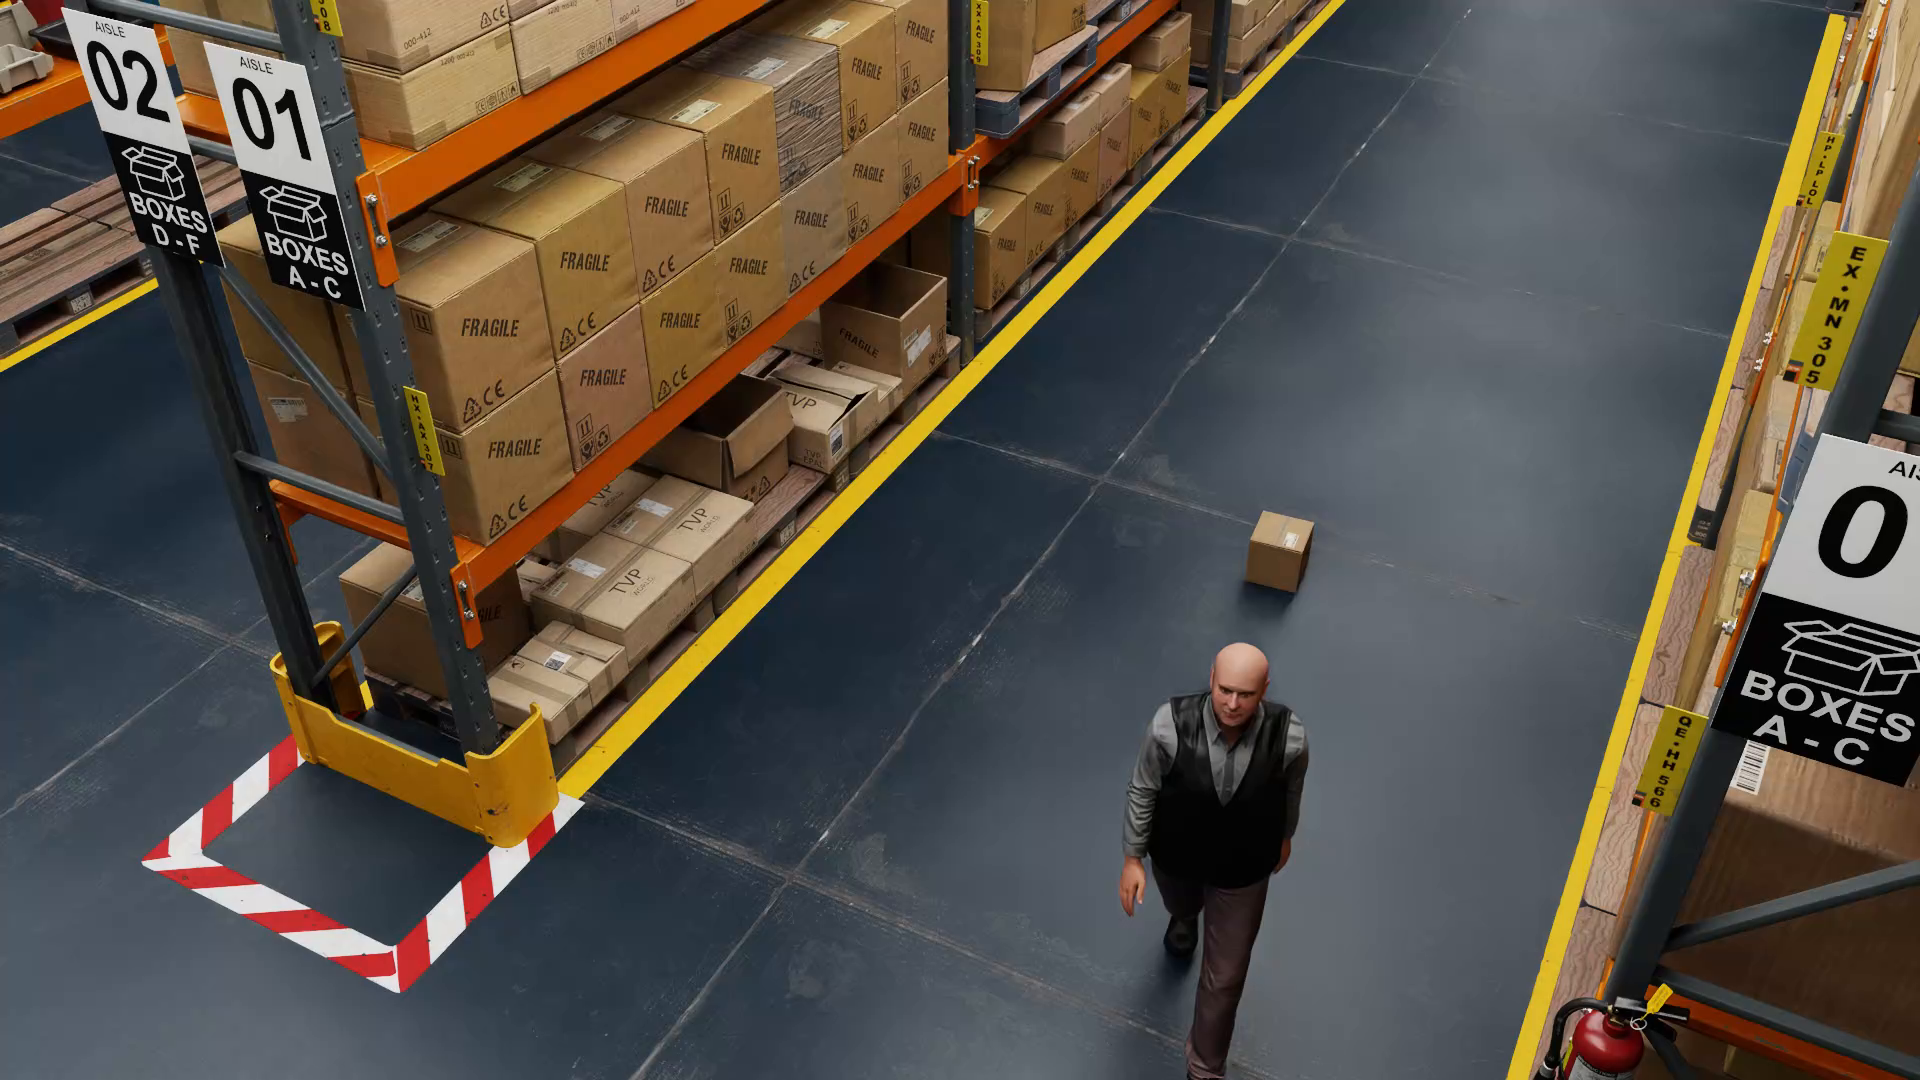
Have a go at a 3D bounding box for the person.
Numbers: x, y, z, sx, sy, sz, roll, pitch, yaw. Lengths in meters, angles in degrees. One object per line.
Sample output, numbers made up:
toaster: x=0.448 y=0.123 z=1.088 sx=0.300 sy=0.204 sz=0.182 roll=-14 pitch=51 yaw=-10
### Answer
person: x=0.802 y=1.043 z=5.425 sx=0.560 sy=1.675 sz=1.024 roll=8 pitch=38 yaw=10
